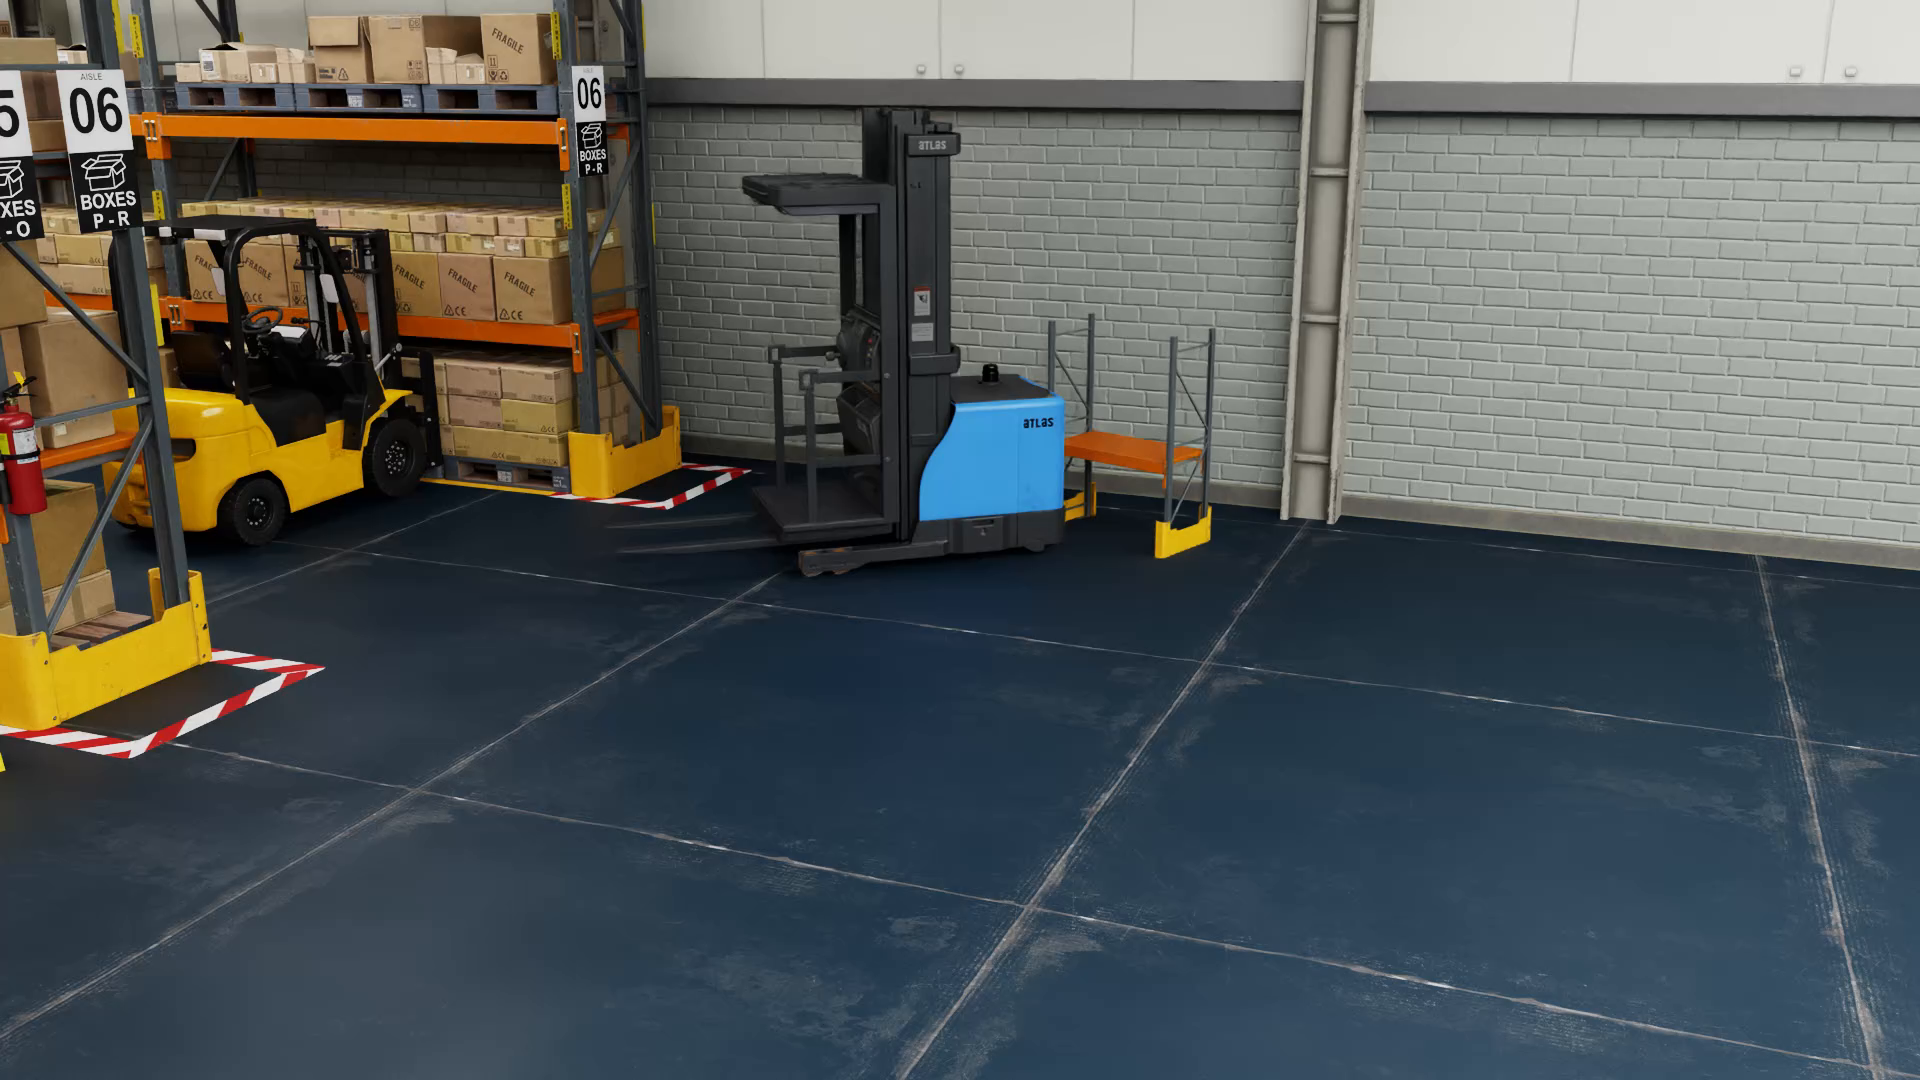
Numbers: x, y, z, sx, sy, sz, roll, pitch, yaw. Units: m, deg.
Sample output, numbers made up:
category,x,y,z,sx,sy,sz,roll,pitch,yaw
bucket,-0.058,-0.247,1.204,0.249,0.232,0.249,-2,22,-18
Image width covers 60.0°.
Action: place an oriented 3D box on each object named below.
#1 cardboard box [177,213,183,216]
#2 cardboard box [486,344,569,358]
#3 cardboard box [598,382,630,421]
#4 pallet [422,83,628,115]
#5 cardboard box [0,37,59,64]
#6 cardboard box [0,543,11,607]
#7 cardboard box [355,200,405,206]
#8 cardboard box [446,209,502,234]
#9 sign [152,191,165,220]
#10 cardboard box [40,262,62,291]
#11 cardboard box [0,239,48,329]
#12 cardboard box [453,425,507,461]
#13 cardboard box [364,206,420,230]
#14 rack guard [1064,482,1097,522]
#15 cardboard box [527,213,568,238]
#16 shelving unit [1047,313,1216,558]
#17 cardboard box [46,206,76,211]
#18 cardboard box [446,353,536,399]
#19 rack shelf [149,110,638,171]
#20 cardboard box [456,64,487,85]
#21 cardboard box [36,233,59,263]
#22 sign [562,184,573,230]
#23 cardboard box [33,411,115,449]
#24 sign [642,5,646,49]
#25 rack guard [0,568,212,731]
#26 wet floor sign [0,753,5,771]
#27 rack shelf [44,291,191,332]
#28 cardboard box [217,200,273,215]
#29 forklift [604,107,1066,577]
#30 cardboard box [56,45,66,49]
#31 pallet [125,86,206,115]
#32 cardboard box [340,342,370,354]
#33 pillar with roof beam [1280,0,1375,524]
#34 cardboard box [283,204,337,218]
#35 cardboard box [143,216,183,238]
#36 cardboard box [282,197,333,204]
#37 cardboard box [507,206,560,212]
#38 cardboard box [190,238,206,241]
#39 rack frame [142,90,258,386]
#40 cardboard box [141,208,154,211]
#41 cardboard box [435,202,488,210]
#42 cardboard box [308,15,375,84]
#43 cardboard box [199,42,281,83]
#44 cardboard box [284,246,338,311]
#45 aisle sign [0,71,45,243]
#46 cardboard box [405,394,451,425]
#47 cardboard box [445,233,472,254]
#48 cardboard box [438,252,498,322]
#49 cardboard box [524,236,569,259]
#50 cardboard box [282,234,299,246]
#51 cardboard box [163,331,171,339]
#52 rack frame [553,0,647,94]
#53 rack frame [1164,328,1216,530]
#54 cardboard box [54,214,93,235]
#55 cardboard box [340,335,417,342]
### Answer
category,x,y,z,sx,sy,sz,roll,pitch,yaw
cardboard box,-6.647,-2.784,14.539,0.250,0.149,0.380,6,17,19
cardboard box,-3.521,-1.433,13.615,0.500,0.250,0.500,6,17,21
cardboard box,-3.039,-1.146,13.525,0.500,0.250,0.500,7,17,22
pallet,-3.326,-3.400,12.785,1.213,0.211,1.003,6,17,21
cardboard box,-4.751,-2.428,8.296,0.250,0.149,0.380,6,17,20
cardboard box,-5.336,0.109,8.752,0.500,0.500,0.500,6,17,21
cardboard box,-4.811,-2.741,13.859,0.250,0.149,0.380,6,17,20
cardboard box,-3.787,-2.489,12.992,0.250,0.149,0.380,6,17,21
sign,-6.589,-2.709,13.689,0.005,0.325,0.100,6,17,21
cardboard box,-7.884,-2.353,14.667,0.500,0.250,0.500,6,17,21
cardboard box,-5.051,-1.302,8.273,0.500,0.500,0.700,6,17,19
cardboard box,-3.690,-0.824,13.310,0.500,0.250,0.500,6,17,21
cardboard box,-4.517,-2.563,13.246,0.250,0.149,0.380,7,17,21
rack guard,0.789,-0.245,12.070,0.087,0.250,0.587,14,21,39
cardboard box,-3.088,-2.408,12.710,0.250,0.149,0.380,6,17,21
shelving unit,1.163,-0.754,11.580,1.083,1.500,0.587,14,21,39
cardboard box,-8.048,-2.952,15.118,0.250,0.149,0.380,6,17,21
cardboard box,-3.698,-1.302,13.162,0.500,0.250,0.500,7,17,22
rack shelf,-4.538,-3.223,13.305,4.000,0.370,1.077,6,17,21
cardboard box,-3.560,-3.499,12.483,0.250,0.149,0.380,6,17,19
cardboard box,-7.904,-2.589,14.584,0.500,0.250,0.500,7,17,22
sign,-2.890,-2.454,12.244,0.005,0.325,0.100,6,17,21
cardboard box,-4.736,-0.603,8.822,0.250,0.149,0.380,6,17,21
sign,-2.468,-3.965,12.861,0.005,0.325,0.100,6,17,21
rack guard,-4.566,0.557,8.858,0.348,0.500,1.175,6,17,21
wet floor sign,-4.711,0.792,7.788,0.232,0.644,0.267,14,21,40
rack shelf,-8.259,-2.192,15.133,4.000,0.370,1.077,6,17,21
cardboard box,-5.928,-2.727,13.809,0.250,0.149,0.380,7,17,21
forklift,-0.854,-1.331,11.002,3.031,2.935,1.130,-5,17,-17
cardboard box,-7.876,-4.069,14.157,0.500,0.311,0.500,6,17,19
pallet,-7.224,-3.768,14.235,1.217,0.209,0.805,6,17,18
cardboard box,-5.125,-1.460,13.708,0.500,0.250,0.500,7,18,23
pillar with roof beam,1.007,-3.379,7.172,0.400,9.000,9.100,6,17,21
cardboard box,-5.241,-2.626,13.461,0.250,0.149,0.380,6,17,20
cardboard box,-6.798,-2.669,14.145,0.250,0.149,0.380,7,18,23
cardboard box,-5.521,-2.820,14.133,0.250,0.149,0.380,6,17,20
cardboard box,-3.394,-2.574,13.284,0.250,0.149,0.380,7,17,22
cardboard box,-6.199,-2.591,13.876,0.250,0.149,0.380,6,17,20
rack frame,-6.399,-2.332,14.328,0.127,3.000,1.000,6,17,21
cardboard box,-7.355,-2.871,14.840,0.250,0.149,0.380,6,17,20
cardboard box,-4.081,-2.676,13.636,0.250,0.149,0.380,6,17,19
cardboard box,-4.625,-3.846,13.042,0.637,0.503,0.797,7,18,22
cardboard box,-5.714,-3.832,13.339,0.500,0.311,0.500,7,17,22
cardboard box,-5.120,-2.167,13.578,0.500,0.500,0.500,6,17,20
aisle sign,-4.544,-1.802,7.839,0.004,0.787,0.394,6,17,21
cardboard box,-4.196,-1.115,13.415,0.500,0.250,0.500,6,17,19
cardboard box,-3.797,-2.335,12.993,0.250,0.149,0.380,6,17,20
cardboard box,-3.711,-2.009,13.034,0.500,0.500,0.500,7,18,22
cardboard box,-3.103,-2.246,12.686,0.250,0.149,0.380,7,17,21
cardboard box,-5.259,-2.474,13.472,0.250,0.149,0.380,6,17,20
cardboard box,-7.607,-1.526,15.054,0.625,0.625,0.875,6,17,20
rack frame,-2.678,-4.804,12.082,0.127,3.000,1.000,6,17,21
rack frame,1.551,-0.658,11.251,0.032,1.500,0.500,14,21,39
cardboard box,-7.546,-2.722,14.328,0.250,0.149,0.380,6,17,19
cardboard box,-4.927,-1.590,14.157,0.500,0.250,0.500,6,17,21
